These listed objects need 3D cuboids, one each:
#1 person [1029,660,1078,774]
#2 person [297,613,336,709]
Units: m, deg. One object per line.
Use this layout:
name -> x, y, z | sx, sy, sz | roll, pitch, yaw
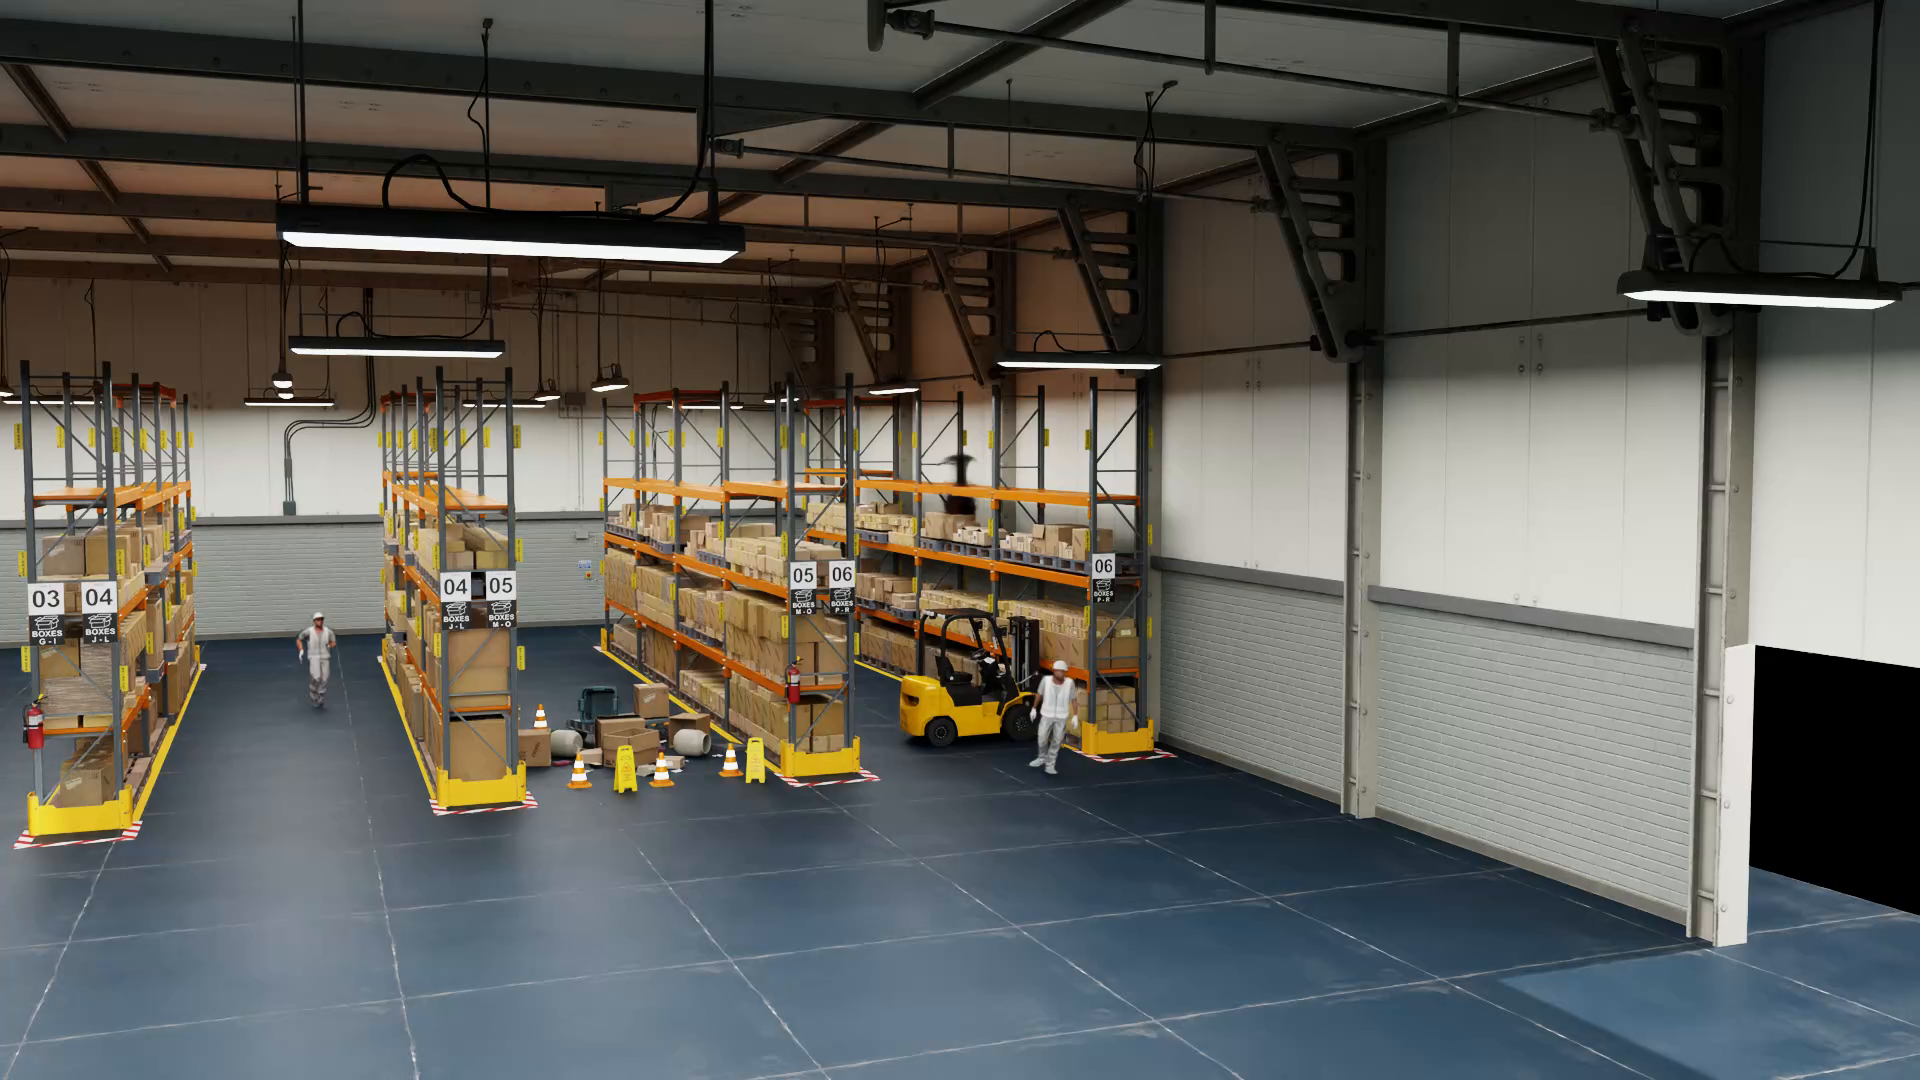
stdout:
person -> 1.401, 2.641, 24.840 | 0.701, 1.738, 0.600 | 0, 3, -3
person -> -11.942, 2.245, 30.968 | 0.649, 1.783, 0.698 | -2, 4, -34
